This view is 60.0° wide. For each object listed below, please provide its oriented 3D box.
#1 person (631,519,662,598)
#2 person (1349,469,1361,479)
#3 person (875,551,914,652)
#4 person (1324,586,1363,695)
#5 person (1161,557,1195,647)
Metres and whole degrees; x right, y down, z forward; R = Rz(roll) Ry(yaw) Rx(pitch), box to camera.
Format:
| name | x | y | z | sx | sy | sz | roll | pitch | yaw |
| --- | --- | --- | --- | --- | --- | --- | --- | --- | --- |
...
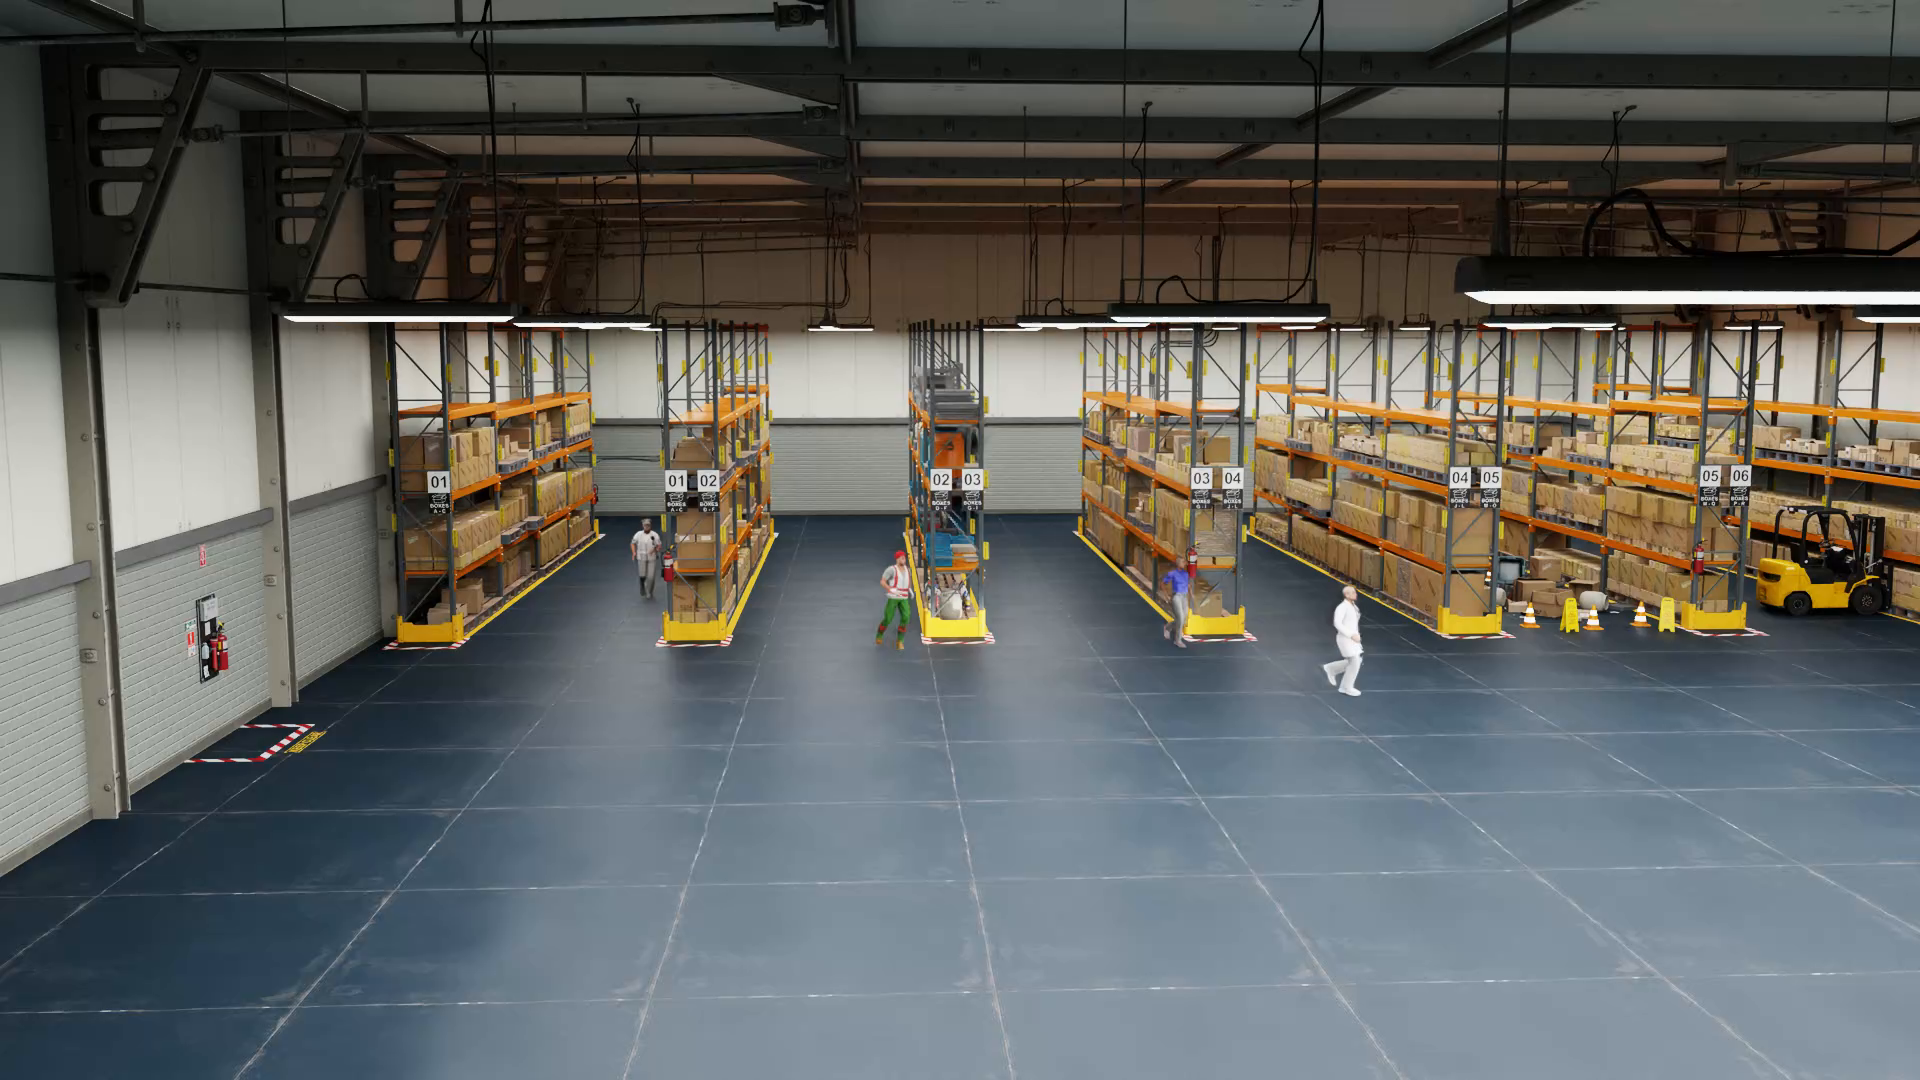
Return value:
| name | x | y | z | sx | sy | sz | roll | pitch | yaw |
| --- | --- | --- | --- | --- | --- | --- | --- | --- | --- |
| person | -6.793 | 0.403 | 36.049 | 0.658 | 1.739 | 0.602 | -1 | 7 | -11 |
| person | 11.758 | -1.259 | 49.455 | 0.899 | 1.825 | 0.701 | 1 | 7 | 6 |
| person | -1.133 | 1.096 | 30.456 | 0.722 | 1.809 | 0.778 | -4 | 8 | -30 |
| person | 6.128 | 1.591 | 26.598 | 0.659 | 1.736 | 0.743 | 4 | 8 | 29 |
| person | 4.052 | 1.138 | 30.825 | 0.630 | 1.630 | 0.656 | -5 | 9 | -34 |
